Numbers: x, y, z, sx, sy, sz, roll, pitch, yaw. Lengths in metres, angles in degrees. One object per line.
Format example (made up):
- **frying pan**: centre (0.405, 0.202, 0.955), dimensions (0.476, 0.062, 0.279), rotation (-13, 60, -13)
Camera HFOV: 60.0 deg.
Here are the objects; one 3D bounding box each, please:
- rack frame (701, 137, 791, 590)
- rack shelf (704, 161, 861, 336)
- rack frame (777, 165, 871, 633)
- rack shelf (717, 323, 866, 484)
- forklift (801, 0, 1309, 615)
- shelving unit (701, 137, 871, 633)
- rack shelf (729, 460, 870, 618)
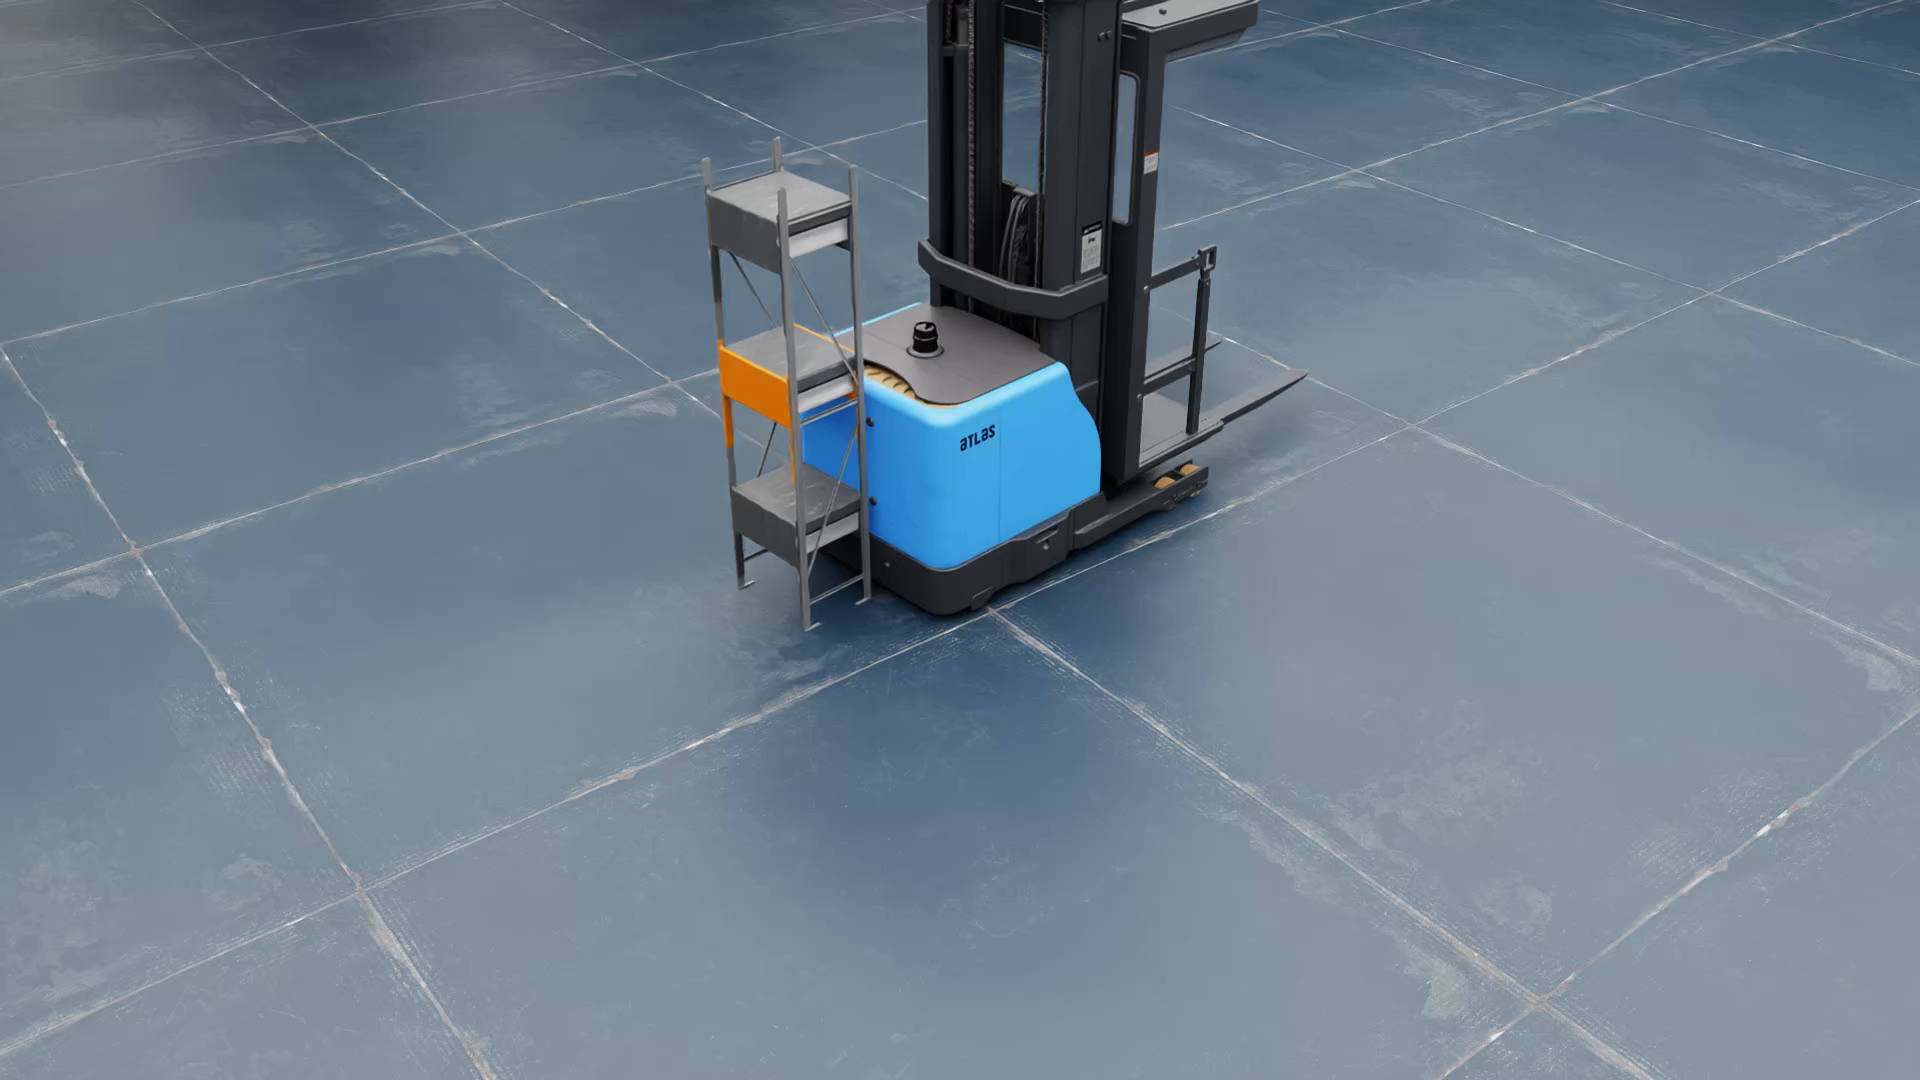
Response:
- **rack frame**: centre (-0.904, -0.729, 7.434), dimensions (0.400, 2.100, 0.015), rotation (-27, 41, -36)
- **rack shelf**: centre (-0.734, -1.220, 6.923), dimensions (0.431, 0.518, 0.480), rotation (-27, 41, -36)
- **rack frame**: centre (-0.564, -0.544, 7.137), dimensions (0.400, 2.100, 0.015), rotation (-27, 41, -36)
- **rack shelf**: centre (-0.734, -0.625, 7.293), dimensions (0.431, 0.518, 0.480), rotation (-27, 41, -36)
- **forklift**: centre (0.644, -1.575, 8.007), dimensions (3.031, 2.935, 1.130), rotation (-27, 41, -36)
- **shelving unit**: centre (-0.734, -0.637, 7.285), dimensions (0.431, 2.100, 0.503), rotation (-27, 41, -36)
- **rack shelf**: centre (-0.734, -0.031, 7.662), dimensions (0.431, 0.518, 0.480), rotation (-27, 41, -36)
